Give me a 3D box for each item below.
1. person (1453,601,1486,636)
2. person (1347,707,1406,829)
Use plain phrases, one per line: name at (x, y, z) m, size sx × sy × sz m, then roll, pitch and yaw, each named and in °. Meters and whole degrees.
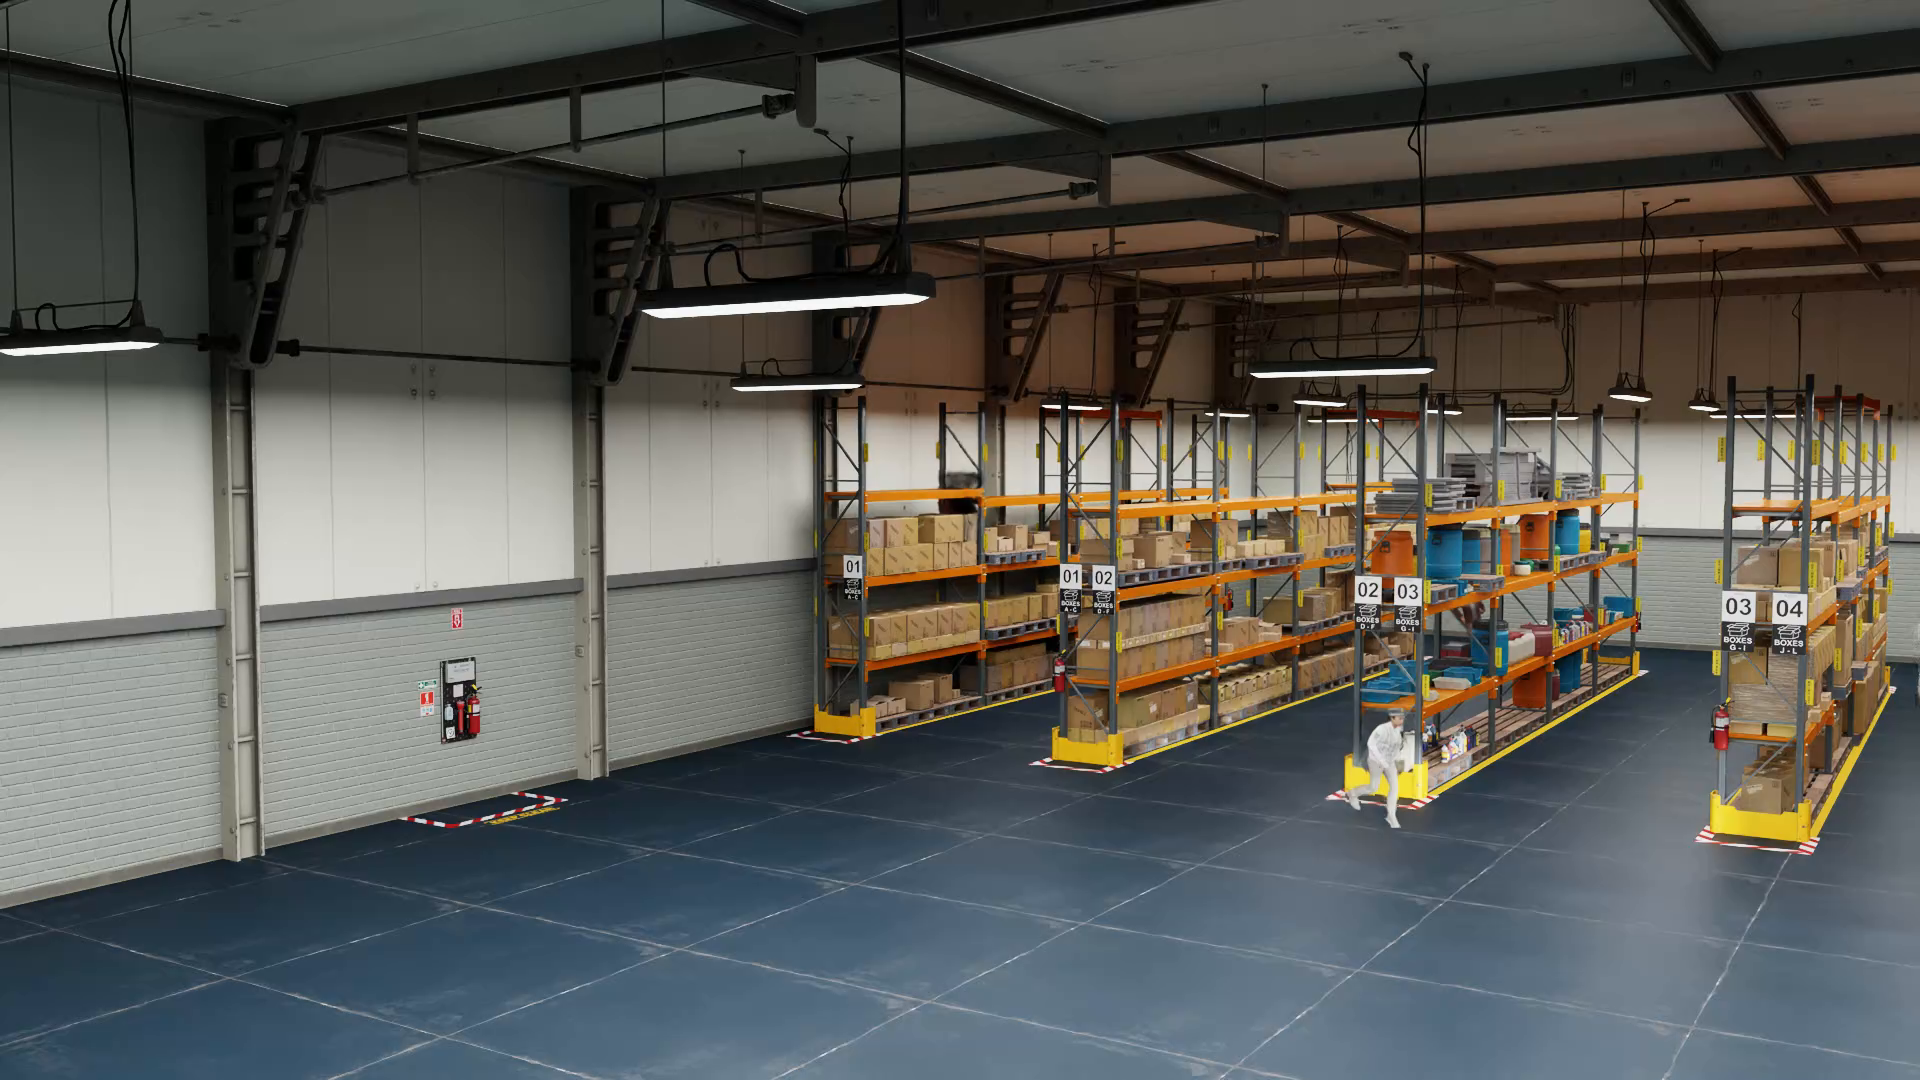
person at (12.200, 2.042, 39.718) m, size 0.711 × 1.793 × 0.907 m, roll -1°, pitch 3°, yaw -12°
person at (5.663, 3.036, 22.573) m, size 0.638 × 1.640 × 0.950 m, roll -2°, pitch 4°, yaw -37°
